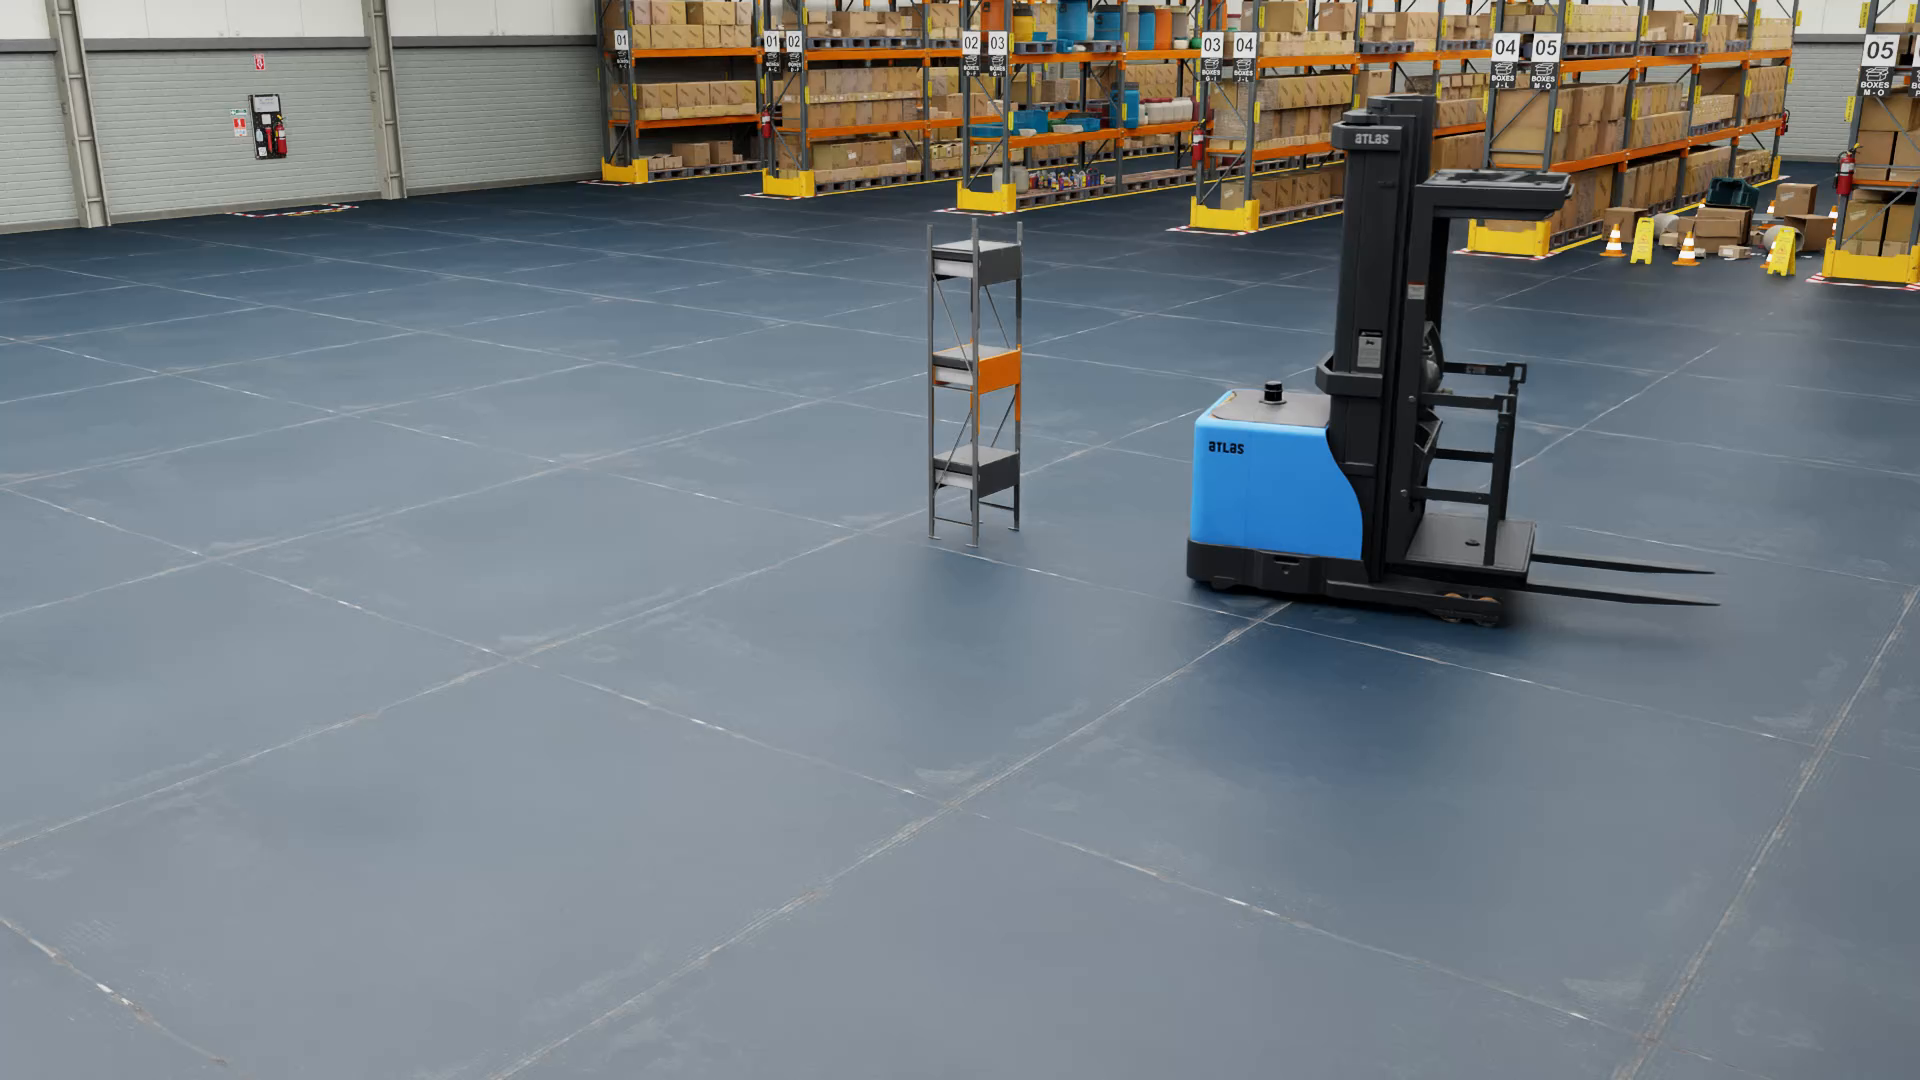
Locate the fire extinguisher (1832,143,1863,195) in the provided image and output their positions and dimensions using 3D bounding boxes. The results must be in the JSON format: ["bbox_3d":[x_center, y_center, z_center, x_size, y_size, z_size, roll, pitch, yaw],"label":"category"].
[{"bbox_3d":[11.987,-5.017,22.472,0.296,0.674,0.183,12,21,35],"label":"fire extinguisher"}]

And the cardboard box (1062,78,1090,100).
[{"bbox_3d":[2.843,-11.360,41.892,0.500,0.500,0.700,-16,23,-42],"label":"cardboard box"}]

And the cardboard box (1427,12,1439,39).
[{"bbox_3d":[9.150,-10.217,33.019,0.500,0.500,0.500,13,22,36],"label":"cardboard box"}]

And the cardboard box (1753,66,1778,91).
[{"bbox_3d":[17.246,-9.929,35.805,0.500,0.500,0.500,14,22,37],"label":"cardboard box"}]

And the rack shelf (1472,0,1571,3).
[{"bbox_3d":[12.809,-12.416,37.939,1.077,0.370,4.000,12,21,35],"label":"rack shelf"}]

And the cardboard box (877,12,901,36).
[{"bbox_3d":[-1.615,-11.129,35.854,0.500,0.500,0.500,15,22,39],"label":"cardboard box"}]

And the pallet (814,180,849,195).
[{"bbox_3d":[-3.065,-7.360,34.589,1.003,0.211,1.213,12,21,35],"label":"pallet"}]

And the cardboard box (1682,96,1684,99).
[{"bbox_3d":[14.167,-8.753,33.083,0.380,0.149,0.250,13,22,37],"label":"cardboard box"}]

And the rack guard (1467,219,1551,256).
[{"bbox_3d":[8.376,-4.651,25.377,1.175,0.500,0.348,12,21,35],"label":"rack guard"}]

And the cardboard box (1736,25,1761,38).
[{"bbox_3d":[16.020,-10.380,33.965,0.500,0.250,0.500,13,22,36],"label":"cardboard box"}]

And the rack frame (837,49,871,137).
[{"bbox_3d":[-2.700,-11.282,42.517,1.000,3.000,0.127,12,21,35],"label":"rack frame"}]

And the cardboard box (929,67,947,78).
[{"bbox_3d":[-0.702,-12.516,44.521,0.500,0.250,0.500,13,21,36],"label":"cardboard box"}]

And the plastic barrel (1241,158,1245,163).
[{"bbox_3d":[6.471,-9.083,38.921,0.421,0.512,0.421,0,17,0],"label":"plastic barrel"}]

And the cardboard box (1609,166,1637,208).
[{"bbox_3d":[11.071,-6.093,28.892,1.050,0.750,0.750,12,21,34],"label":"cardboard box"}]

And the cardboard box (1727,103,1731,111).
[{"bbox_3d":[15.306,-8.739,33.539,0.380,0.149,0.250,13,21,35],"label":"cardboard box"}]

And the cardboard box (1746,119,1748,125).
[{"bbox_3d":[16.349,-8.809,34.977,0.380,0.149,0.250,11,21,32],"label":"cardboard box"}]

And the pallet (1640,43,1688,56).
[{"bbox_3d":[12.152,-8.669,29.361,1.003,0.211,1.213,14,22,37],"label":"pallet"}]

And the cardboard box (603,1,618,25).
[{"bbox_3d":[-7.420,-11.493,36.249,0.500,0.500,0.500,14,22,37],"label":"cardboard box"}]

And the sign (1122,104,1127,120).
[{"bbox_3d":[3.308,-8.611,33.449,0.100,0.325,0.005,12,21,35],"label":"sign"}]

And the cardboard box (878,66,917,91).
[{"bbox_3d":[-1.363,-10.016,36.082,0.700,0.500,0.500,13,21,35],"label":"cardboard box"}]

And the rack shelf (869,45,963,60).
[{"bbox_3d":[-1.509,-12.848,43.712,1.077,0.370,4.000,12,21,35],"label":"rack shelf"}]

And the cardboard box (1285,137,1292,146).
[{"bbox_3d":[5.568,-6.956,29.008,0.380,0.149,0.250,12,21,35],"label":"cardboard box"}]

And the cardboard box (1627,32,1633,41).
[{"bbox_3d":[10.663,-8.161,26.954,0.380,0.149,0.250,13,21,36],"label":"cardboard box"}]

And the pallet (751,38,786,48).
[{"bbox_3d":[-4.630,-11.801,39.445,1.213,0.211,1.003,12,21,35],"label":"pallet"}]

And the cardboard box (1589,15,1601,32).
[{"bbox_3d":[9.485,-7.913,25.483,0.500,0.250,0.500,12,21,34],"label":"cardboard box"}]

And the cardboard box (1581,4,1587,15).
[{"bbox_3d":[9.147,-7.936,24.885,0.380,0.149,0.250,12,21,34],"label":"cardboard box"}]

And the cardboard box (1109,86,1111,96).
[{"bbox_3d":[4.186,-11.481,42.990,0.500,0.500,0.500,13,22,36],"label":"cardboard box"}]

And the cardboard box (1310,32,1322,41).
[{"bbox_3d":[6.108,-8.812,29.084,0.380,0.149,0.250,14,22,37],"label":"cardboard box"}]

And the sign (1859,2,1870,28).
[{"bbox_3d":[11.992,-6.958,22.041,0.100,0.325,0.005,12,21,35],"label":"sign"}]

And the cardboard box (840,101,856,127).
[{"bbox_3d":[-2.589,-8.902,34.684,0.700,0.500,0.500,13,21,35],"label":"cardboard box"}]

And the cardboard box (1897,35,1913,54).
[{"bbox_3d":[12.514,-6.672,22.365,0.500,0.250,0.500,12,21,34],"label":"cardboard box"}]

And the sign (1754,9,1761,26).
[{"bbox_3d":[15.988,-10.479,33.336,0.100,0.325,0.005,12,21,35],"label":"sign"}]

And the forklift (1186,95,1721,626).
[{"bbox_3d":[2.972,-1.078,9.773,3.031,2.935,1.130,7,18,20],"label":"forklift"}]

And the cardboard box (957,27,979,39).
[{"bbox_3d":[0.085,-11.461,37.580,0.500,0.250,0.500,10,20,30],"label":"cardboard box"}]

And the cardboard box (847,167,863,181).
[{"bbox_3d":[-2.395,-7.717,34.964,0.500,0.250,0.500,12,21,35],"label":"cardboard box"}]

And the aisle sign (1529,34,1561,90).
[{"bbox_3d":[8.589,-7.022,24.415,0.394,0.787,0.004,12,21,35],"label":"aisle sign"}]

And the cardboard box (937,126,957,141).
[{"bbox_3d":[-0.600,-11.231,45.269,0.750,0.750,0.750,13,21,35],"label":"cardboard box"}]

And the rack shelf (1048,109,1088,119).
[{"bbox_3d":[2.472,-10.541,41.341,1.077,0.370,4.000,12,21,35],"label":"rack shelf"}]

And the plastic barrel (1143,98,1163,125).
[{"bbox_3d":[4.056,-9.008,34.963,0.433,0.535,0.433,0,17,0],"label":"plastic barrel"}]

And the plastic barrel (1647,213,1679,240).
[{"bbox_3d":[11.330,-5.031,26.732,0.421,0.421,0.512,-4,18,-13],"label":"plastic barrel"}]

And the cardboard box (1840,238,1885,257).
[{"bbox_3d":[12.706,-4.133,23.423,0.500,0.250,0.500,12,21,34],"label":"cardboard box"}]

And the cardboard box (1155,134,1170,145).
[{"bbox_3d":[5.330,-10.816,44.910,0.500,0.250,0.500,12,21,35],"label":"cardboard box"}]

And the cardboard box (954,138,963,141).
[{"bbox_3d":[0.120,-9.242,38.931,0.500,0.311,0.500,12,21,33],"label":"cardboard box"}]

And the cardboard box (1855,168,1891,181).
[{"bbox_3d":[12.477,-5.007,22.732,0.380,0.149,0.250,13,22,37],"label":"cardboard box"}]

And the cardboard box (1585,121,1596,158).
[{"bbox_3d":[9.602,-6.398,26.536,0.875,0.550,0.500,12,21,35],"label":"cardboard box"}]

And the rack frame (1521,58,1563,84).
[{"bbox_3d":[14.000,-10.562,40.197,1.000,3.000,0.127,12,21,35],"label":"rack frame"}]

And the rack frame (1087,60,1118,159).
[{"bbox_3d":[3.663,-11.360,42.769,1.000,3.000,0.127,12,21,35],"label":"rack frame"}]

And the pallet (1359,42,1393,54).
[{"bbox_3d":[7.304,-9.175,30.989,1.213,0.211,1.003,12,21,35],"label":"pallet"}]

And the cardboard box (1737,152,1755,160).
[{"bbox_3d":[16.997,-8.312,36.049,0.380,0.149,0.250,12,21,33],"label":"cardboard box"}]

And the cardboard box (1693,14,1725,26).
[{"bbox_3d":[14.514,-10.046,32.596,0.797,0.503,0.637,12,21,34],"label":"cardboard box"}]

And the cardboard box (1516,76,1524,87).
[{"bbox_3d":[12.407,-10.222,37.591,0.500,0.500,0.500,12,21,35],"label":"cardboard box"}]

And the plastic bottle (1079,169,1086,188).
[{"bbox_3d":[2.414,-7.197,33.086,0.144,0.351,0.185,12,21,34],"label":"plastic bottle"}]

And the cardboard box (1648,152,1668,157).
[{"bbox_3d":[13.354,-7.330,32.032,0.500,0.250,0.500,12,21,33],"label":"cardboard box"}]

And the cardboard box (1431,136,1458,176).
[{"bbox_3d":[9.662,-8.003,34.831,1.225,0.875,0.875,11,21,32],"label":"cardboard box"}]

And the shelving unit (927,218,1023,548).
[{"bbox_3d":[0.099,-1.042,11.059,0.431,2.100,0.503,12,21,35],"label":"shelving unit"}]

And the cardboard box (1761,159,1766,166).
[{"bbox_3d":[17.530,-8.342,36.646,0.380,0.149,0.250,11,21,32],"label":"cardboard box"}]

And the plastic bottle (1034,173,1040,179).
[{"bbox_3d":[1.486,-7.139,33.024,0.152,0.276,0.135,12,21,33],"label":"plastic bottle"}]
